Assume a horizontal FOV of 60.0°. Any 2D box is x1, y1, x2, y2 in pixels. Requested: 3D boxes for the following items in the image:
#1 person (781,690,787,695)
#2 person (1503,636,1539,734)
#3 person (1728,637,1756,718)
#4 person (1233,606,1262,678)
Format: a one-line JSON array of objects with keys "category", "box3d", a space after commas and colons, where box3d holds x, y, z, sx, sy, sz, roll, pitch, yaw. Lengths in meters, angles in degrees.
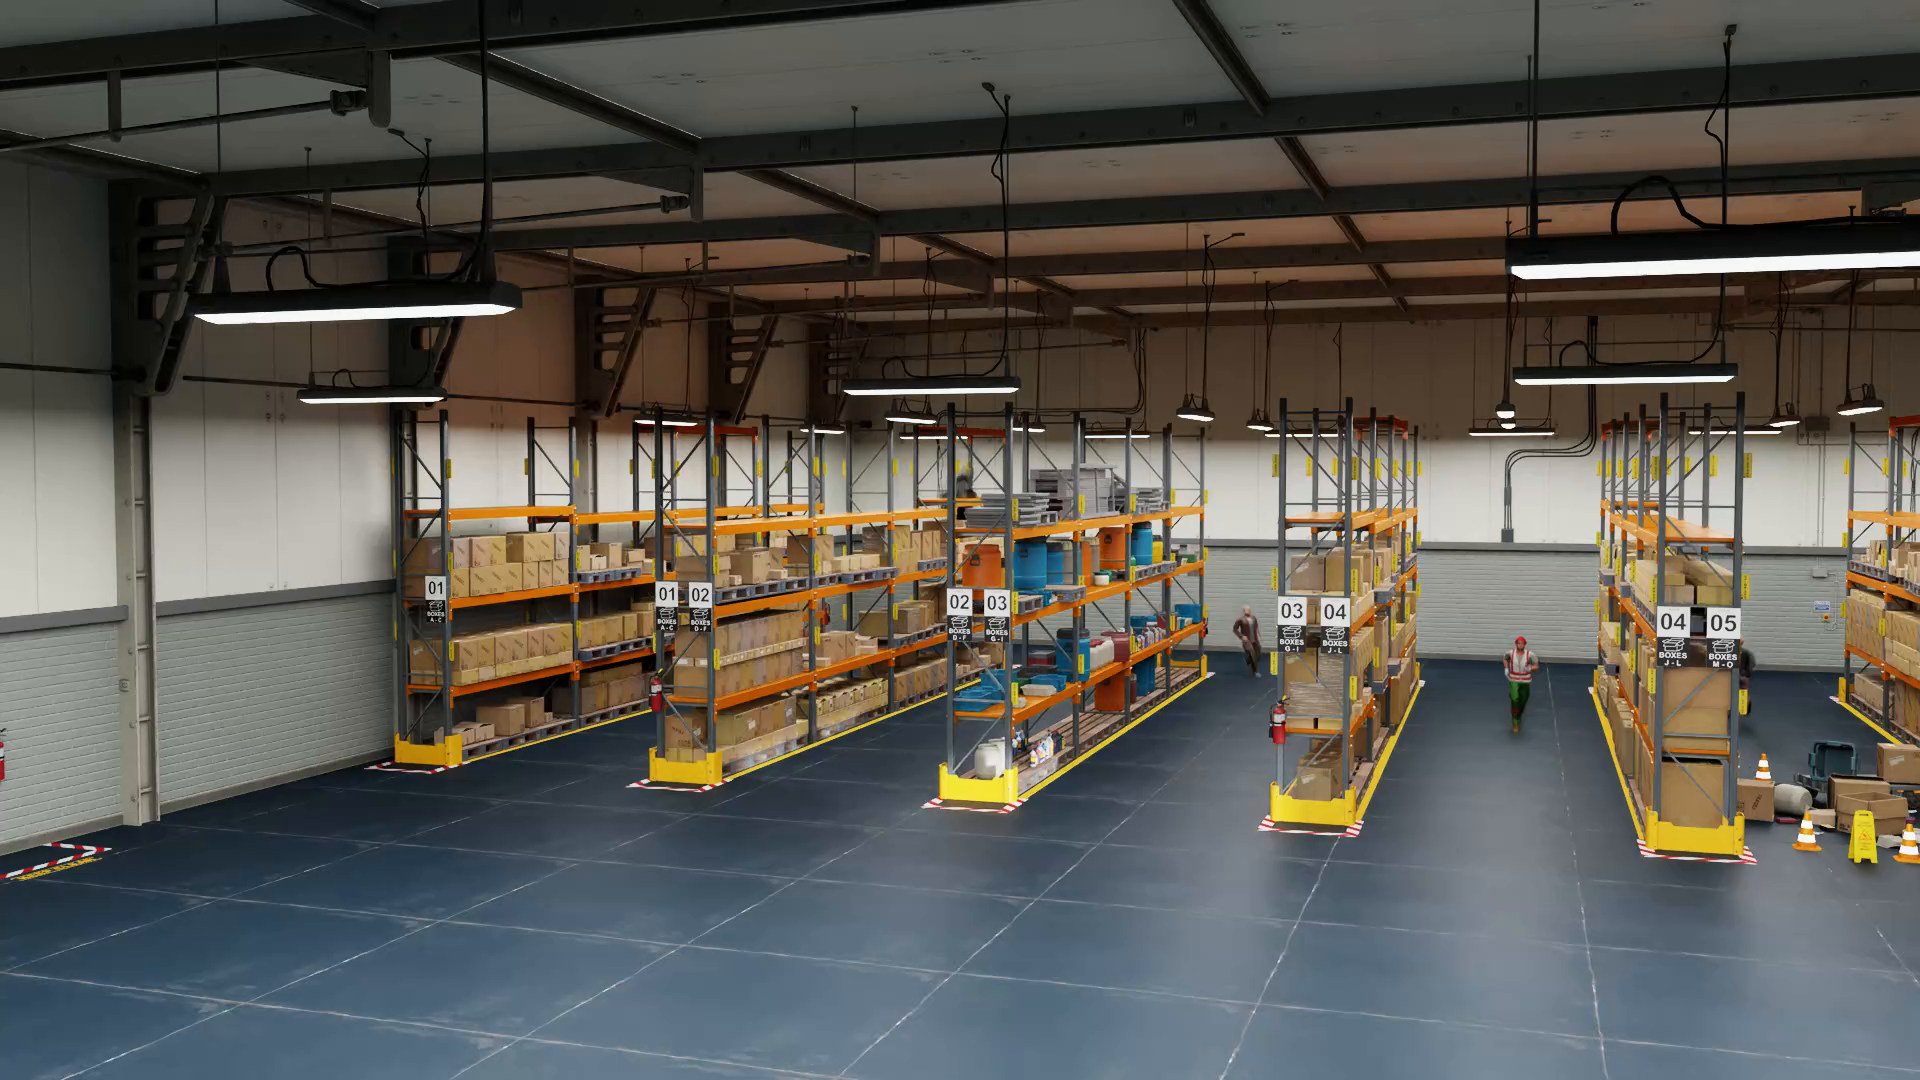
[{"category": "person", "box3d": [-3.810, 2.641, 36.011, 0.702, 1.686, 0.704, 1, 3, 12]}, {"category": "person", "box3d": [10.761, 2.753, 31.882, 0.622, 1.836, 1.009, 1, 2, 12]}, {"category": "person", "box3d": [15.465, 2.764, 33.022, 0.641, 1.712, 1.010, 1, 3, 14]}, {"category": "person", "box3d": [6.907, 2.438, 39.981, 0.706, 1.708, 0.783, -1, 3, -21]}]
